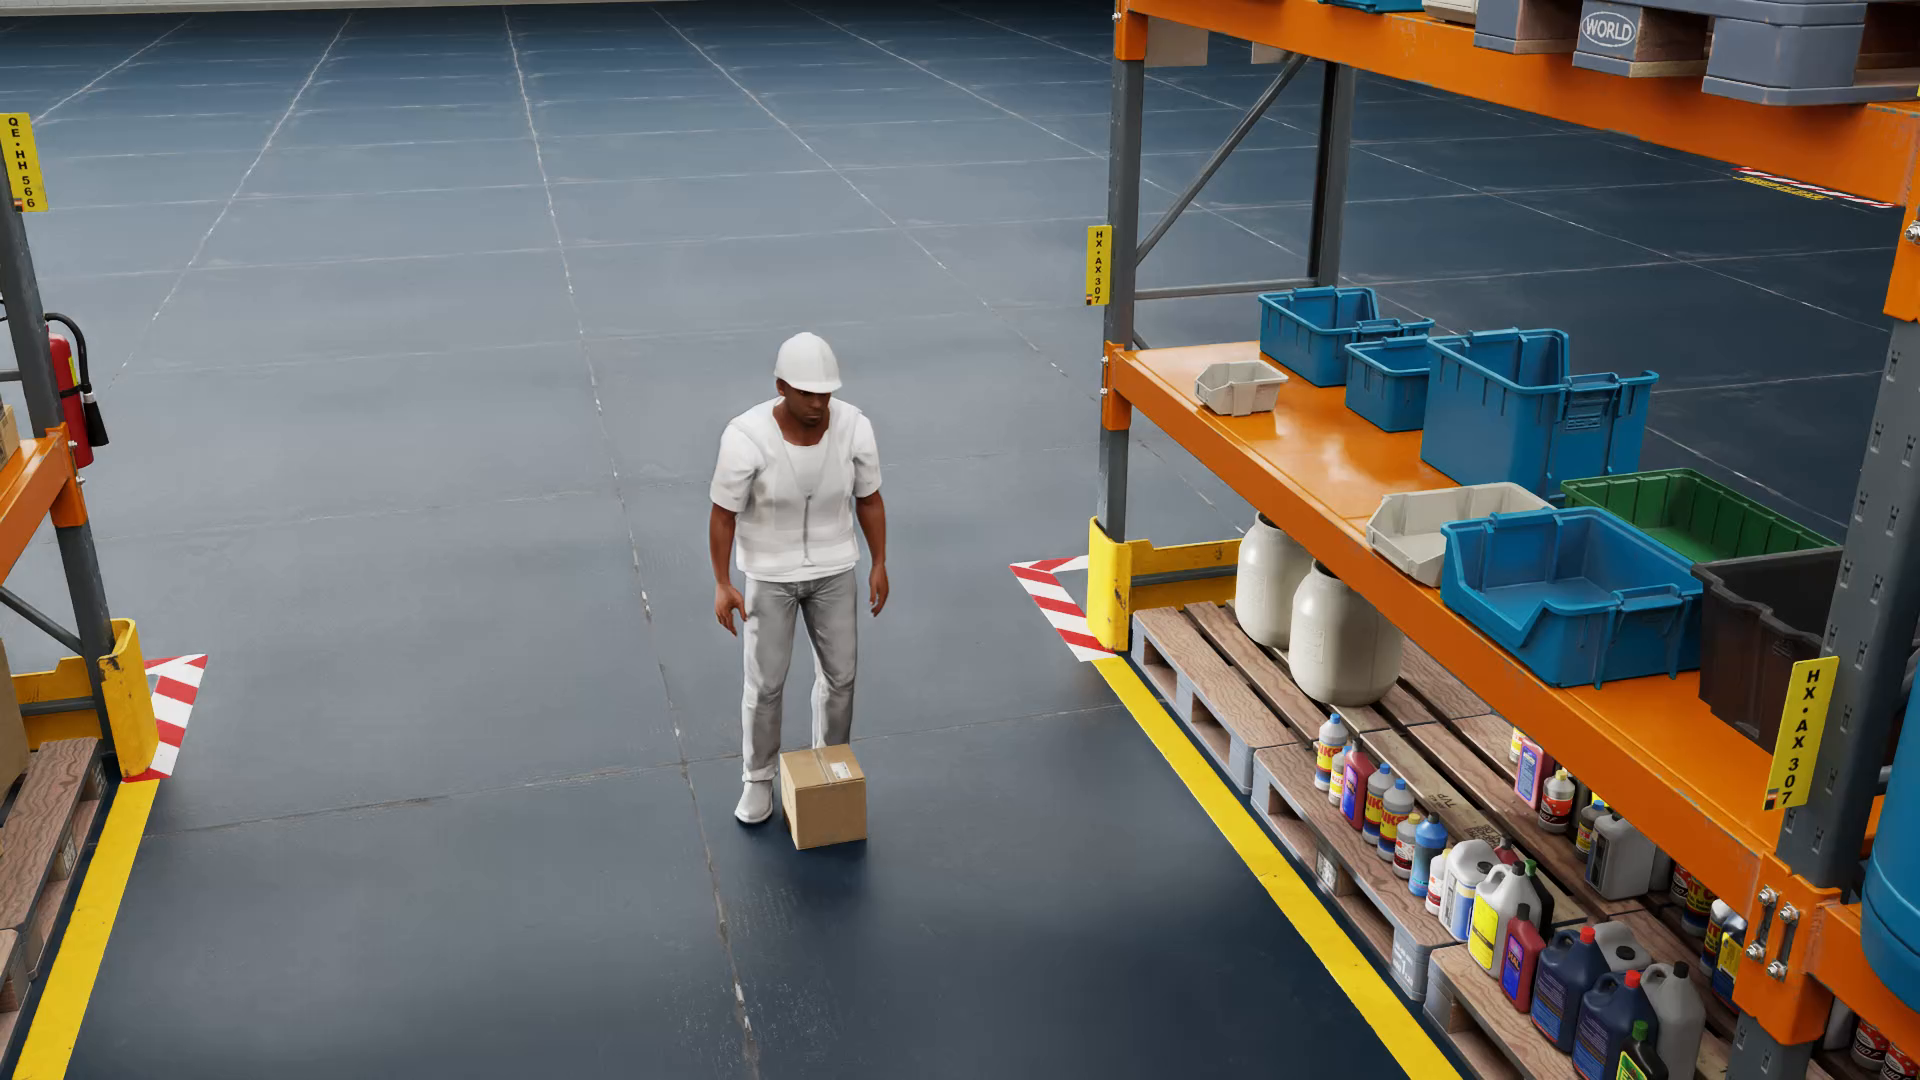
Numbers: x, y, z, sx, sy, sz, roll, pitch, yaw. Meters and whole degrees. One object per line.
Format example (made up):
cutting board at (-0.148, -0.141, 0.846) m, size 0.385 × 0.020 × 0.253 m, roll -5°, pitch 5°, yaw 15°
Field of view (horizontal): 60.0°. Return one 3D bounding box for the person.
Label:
person at (-0.546, 0.125, 5.775) m, size 0.633 × 1.759 × 0.462 m, roll -8°, pitch 24°, yaw -18°
